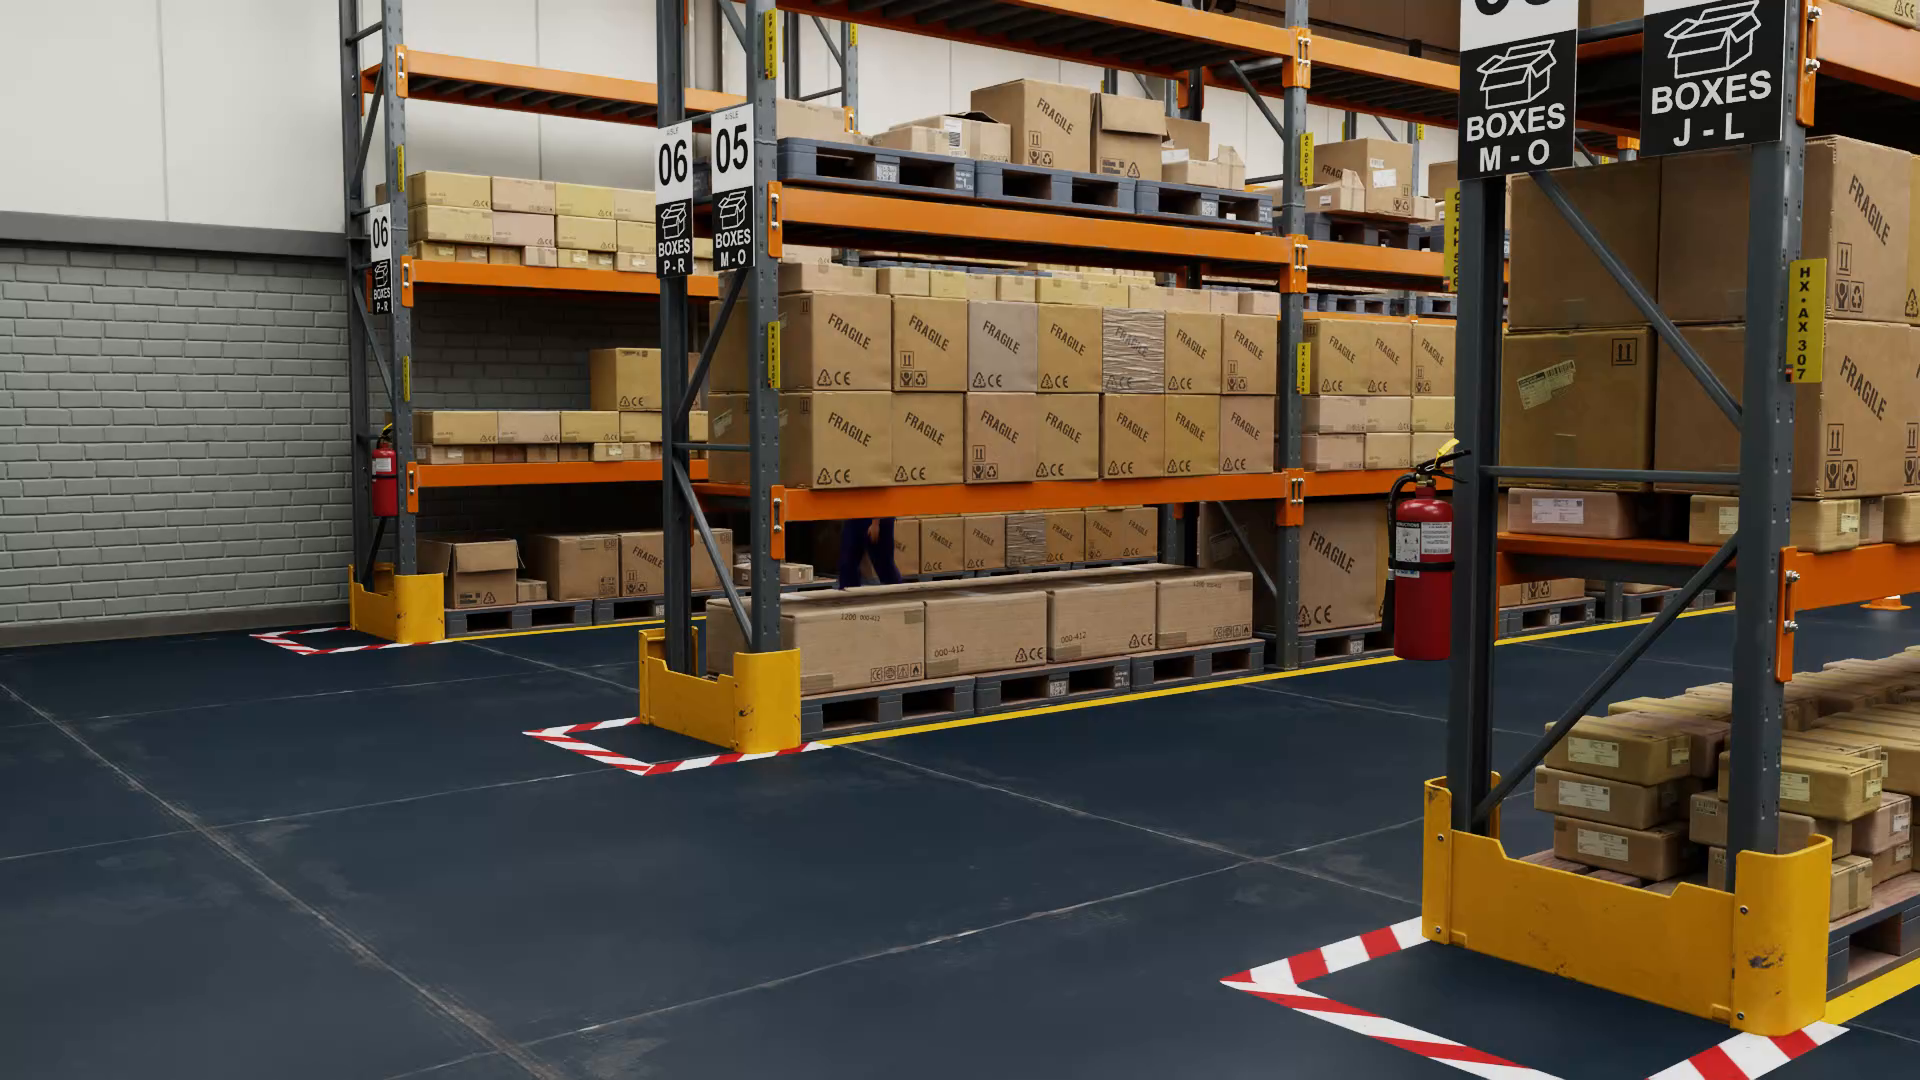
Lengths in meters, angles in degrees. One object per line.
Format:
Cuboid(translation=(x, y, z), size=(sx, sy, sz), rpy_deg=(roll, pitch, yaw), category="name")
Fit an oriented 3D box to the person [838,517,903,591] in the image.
Cuboid(translation=(-0.725, -0.118, 13.091), size=(0.604, 1.688, 0.601), rpy_deg=(-3, 5, -31), category="person")
